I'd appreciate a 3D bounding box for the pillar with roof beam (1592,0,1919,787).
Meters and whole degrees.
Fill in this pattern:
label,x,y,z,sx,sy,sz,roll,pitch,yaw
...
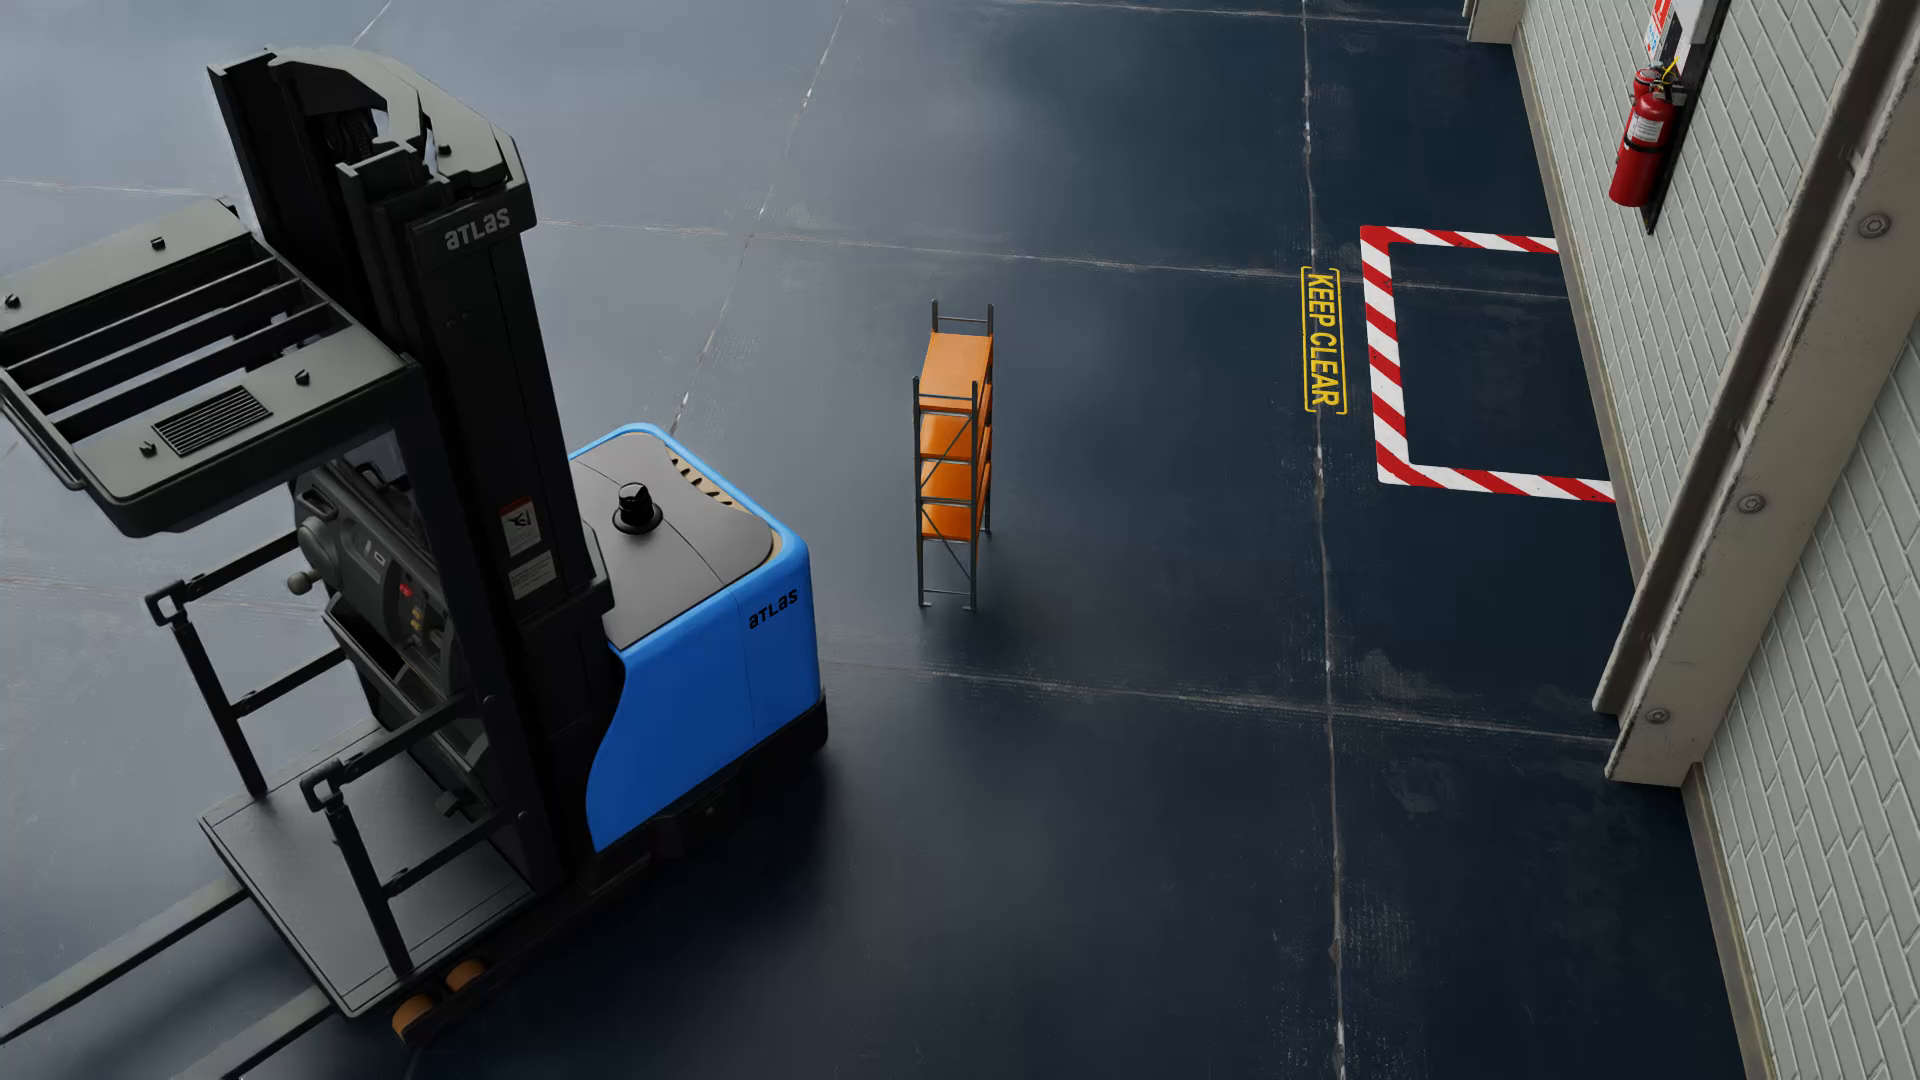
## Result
label,x,y,z,sx,sy,sz,roll,pitch,yaw
pillar with roof beam,-1.641,-2.874,3.740,9.100,9.000,0.400,5,44,6

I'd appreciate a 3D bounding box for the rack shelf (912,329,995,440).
label,x,y,z,sx,sy,sz,roll,pitch,yaw
rack shelf,-0.022,-0.608,6.448,0.258,0.148,0.480,5,44,6

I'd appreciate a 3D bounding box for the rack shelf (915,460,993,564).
label,x,y,z,sx,sy,sz,roll,pitch,yaw
rack shelf,-0.022,-0.130,6.901,0.258,0.148,0.480,5,44,6

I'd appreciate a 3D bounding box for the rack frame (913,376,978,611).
label,x,y,z,sx,sy,sz,roll,pitch,yaw
rack frame,-0.054,-0.157,6.543,0.240,1.200,0.015,5,44,6

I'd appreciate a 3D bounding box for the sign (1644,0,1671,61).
label,x,y,z,sx,sy,sz,roll,pitch,yaw
sign,3.166,-2.365,7.541,0.001,0.329,0.234,5,44,6

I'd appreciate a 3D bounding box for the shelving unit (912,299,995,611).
label,x,y,z,sx,sy,sz,roll,pitch,yaw
shelving unit,-0.022,-0.323,6.718,0.258,1.200,0.503,5,44,6

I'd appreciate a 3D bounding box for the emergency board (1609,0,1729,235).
label,x,y,z,sx,sy,sz,roll,pitch,yaw
emergency board,2.990,-1.985,7.165,0.194,1.169,0.643,5,44,6

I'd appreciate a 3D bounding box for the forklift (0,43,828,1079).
label,x,y,z,sx,sy,sz,roll,pitch,yaw
forklift,-1.918,0.190,4.917,3.031,2.935,1.130,-33,53,-30

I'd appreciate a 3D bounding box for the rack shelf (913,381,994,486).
label,x,y,z,sx,sy,sz,roll,pitch,yaw
rack shelf,-0.022,-0.436,6.611,0.258,0.148,0.480,5,44,6

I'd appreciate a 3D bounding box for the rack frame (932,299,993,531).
label,x,y,z,sx,sy,sz,roll,pitch,yaw
rack frame,0.010,-0.489,6.894,0.240,1.200,0.015,5,44,6

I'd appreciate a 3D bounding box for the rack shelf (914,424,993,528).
label,x,y,z,sx,sy,sz,roll,pitch,yaw
rack shelf,-0.022,-0.274,6.765,0.258,0.148,0.480,5,44,6

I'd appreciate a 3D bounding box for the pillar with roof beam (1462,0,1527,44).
label,x,y,z,sx,sy,sz,roll,pitch,yaw
pillar with roof beam,-0.848,-6.963,8.059,9.100,9.000,0.400,5,44,6
